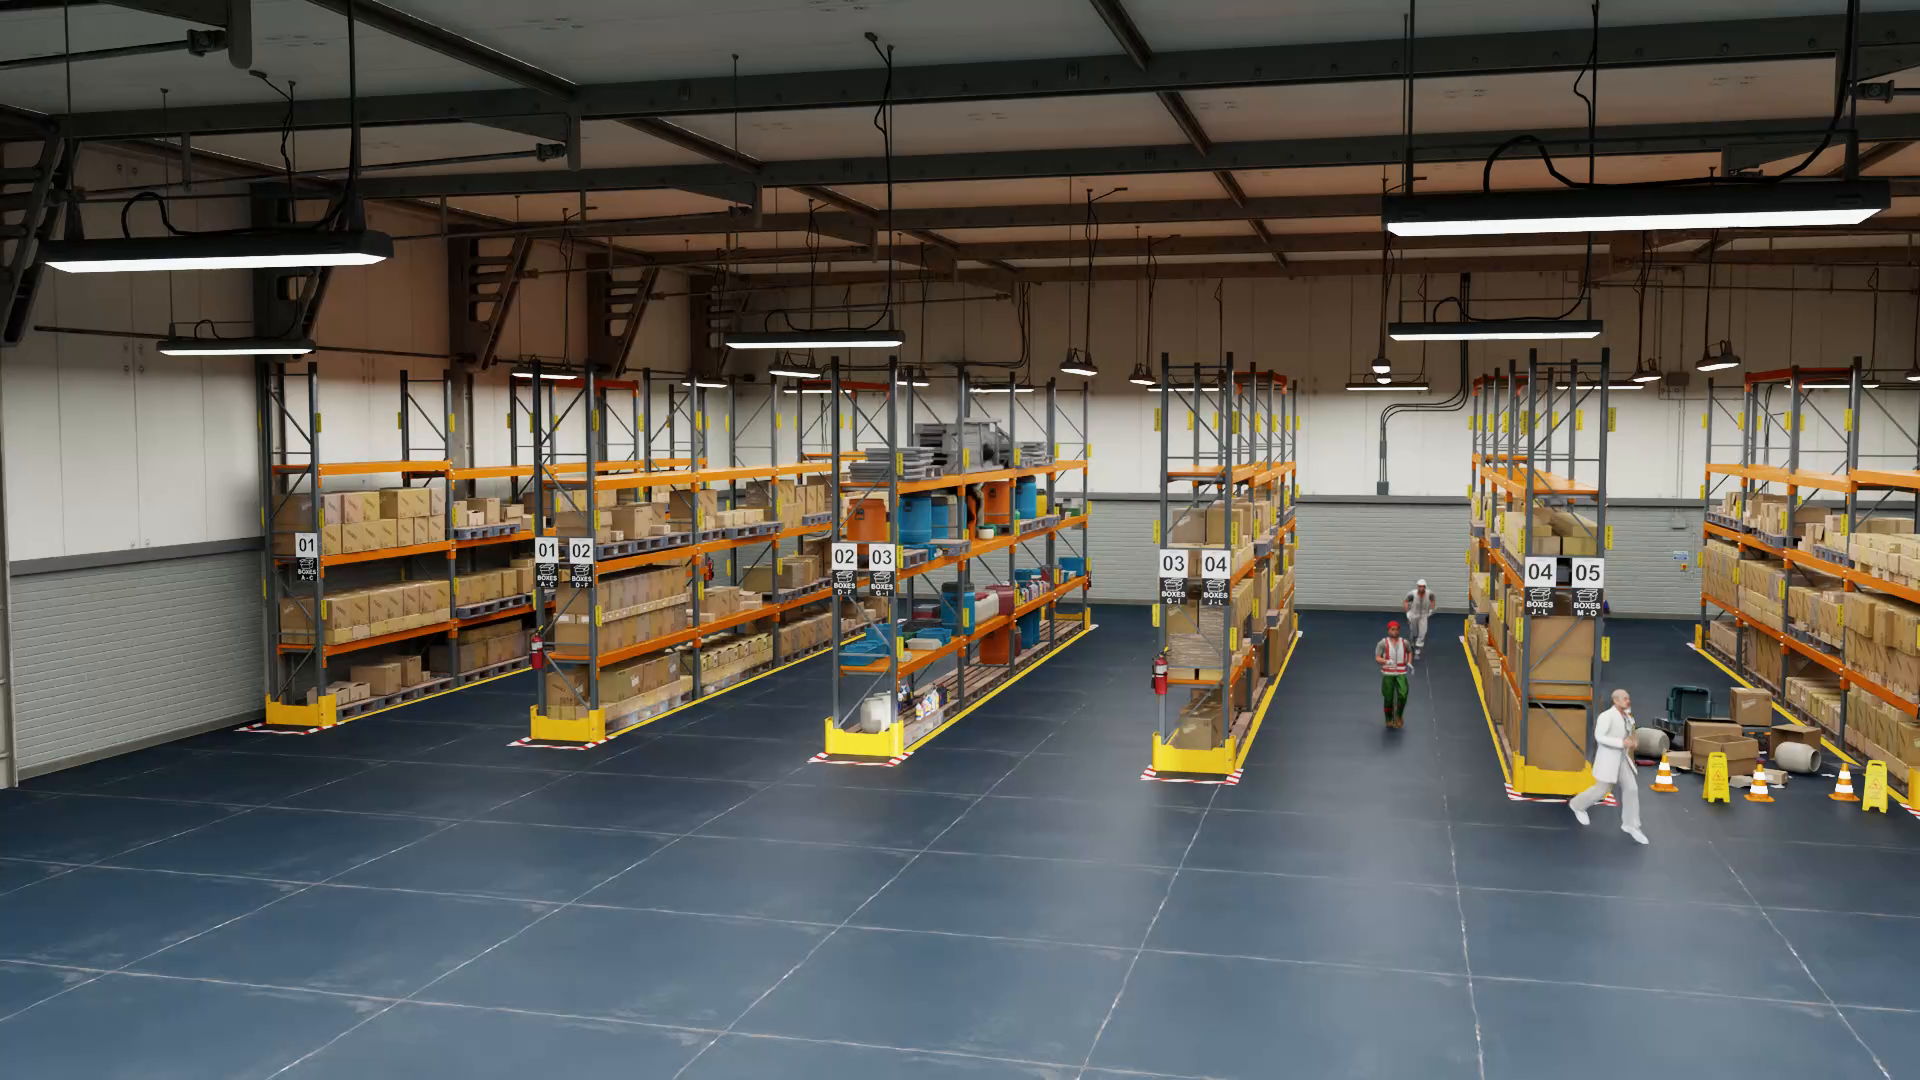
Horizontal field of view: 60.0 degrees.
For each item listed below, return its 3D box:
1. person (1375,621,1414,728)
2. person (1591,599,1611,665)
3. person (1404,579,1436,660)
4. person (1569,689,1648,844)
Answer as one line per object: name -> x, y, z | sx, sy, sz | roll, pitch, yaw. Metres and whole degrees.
person -> 7.094, 2.198, 27.112 | 0.640, 1.750, 0.661 | 0, 4, 5
person -> 12.994, 1.816, 33.995 | 0.573, 1.652, 0.932 | 1, 4, 19
person -> 9.804, 1.668, 35.530 | 0.666, 1.726, 0.973 | 0, 4, 2
person -> 7.903, 2.695, 20.208 | 0.740, 1.805, 1.088 | -3, 5, -35
